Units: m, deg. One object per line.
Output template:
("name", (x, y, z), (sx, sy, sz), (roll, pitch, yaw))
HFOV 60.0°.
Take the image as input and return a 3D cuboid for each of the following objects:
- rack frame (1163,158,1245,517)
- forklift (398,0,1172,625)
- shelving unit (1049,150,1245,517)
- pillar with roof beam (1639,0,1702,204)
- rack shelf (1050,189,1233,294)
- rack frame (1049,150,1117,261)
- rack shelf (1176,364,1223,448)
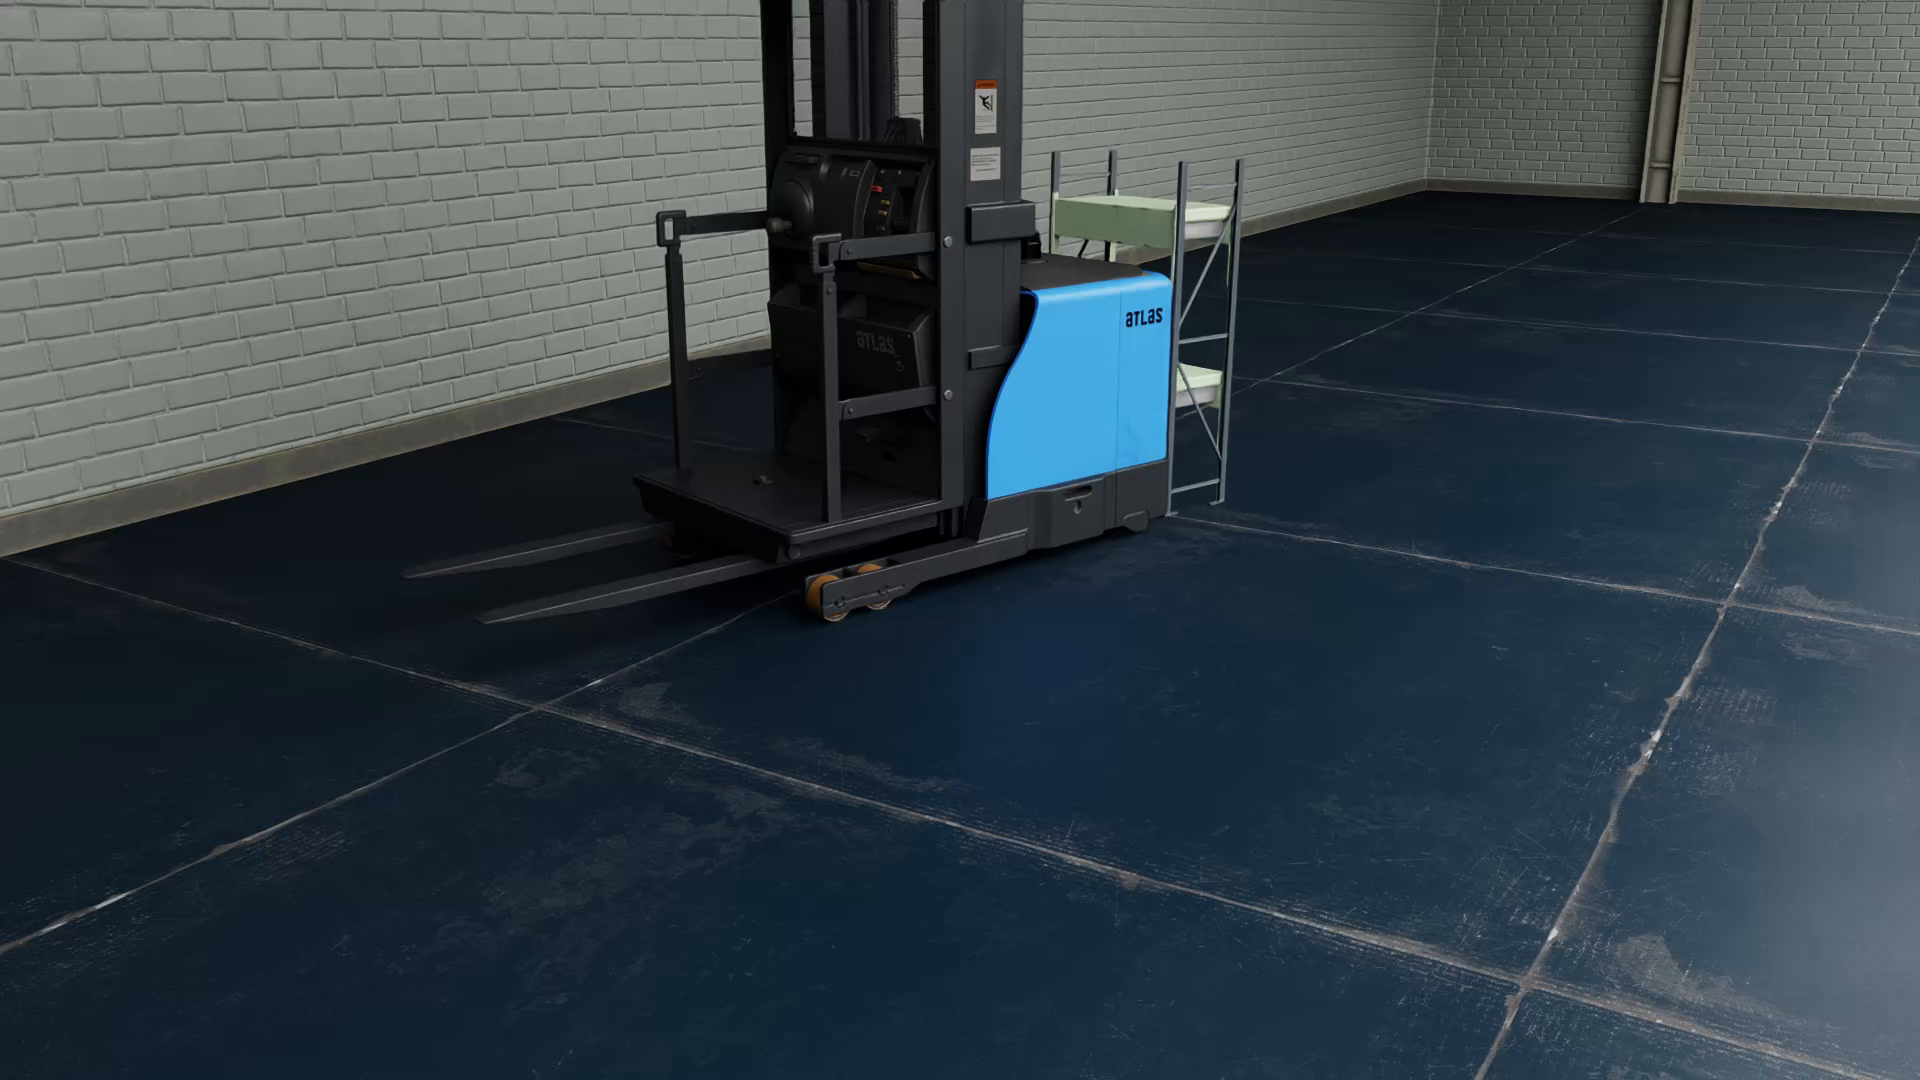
("rack frame", (1.036, -0.857, 7.107), (0.400, 1.500, 0.023), (-13, 21, -40))
("forklift", (-0.571, -1.284, 6.065), (3.031, 2.935, 1.130), (-14, 22, -38))
("shelving unit", (0.791, -0.936, 7.367), (0.431, 1.500, 0.755), (-13, 21, -40))
("pillar with roof beam", (6.479, -7.469, 15.986), (0.400, 9.000, 9.100), (10, 20, 30))
("rack shelf", (0.797, -1.311, 7.259), (0.431, 0.370, 0.720), (-13, 21, -40))
("rack frame", (0.547, -1.015, 7.628), (0.400, 1.500, 0.023), (-13, 21, -40))
("rack shelf", (0.787, -0.623, 7.458), (0.431, 0.370, 0.720), (-13, 21, -40))
